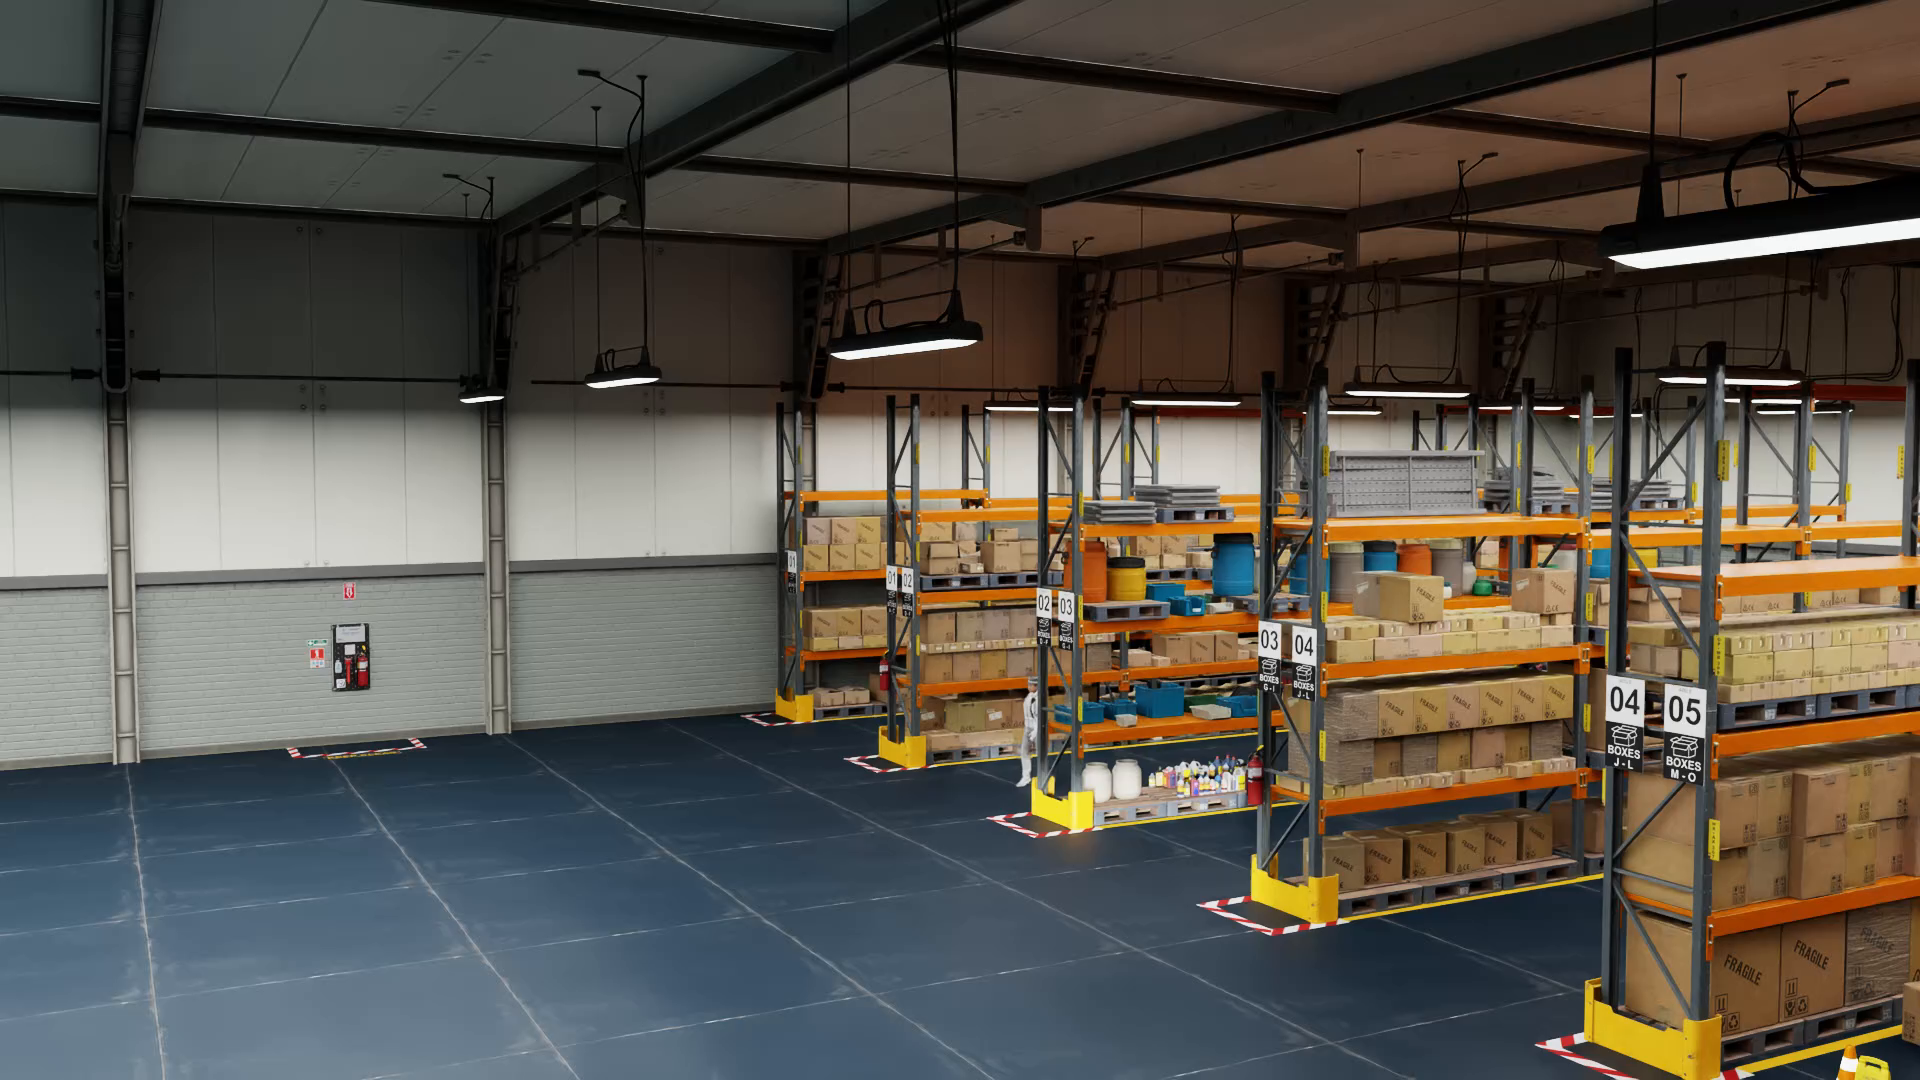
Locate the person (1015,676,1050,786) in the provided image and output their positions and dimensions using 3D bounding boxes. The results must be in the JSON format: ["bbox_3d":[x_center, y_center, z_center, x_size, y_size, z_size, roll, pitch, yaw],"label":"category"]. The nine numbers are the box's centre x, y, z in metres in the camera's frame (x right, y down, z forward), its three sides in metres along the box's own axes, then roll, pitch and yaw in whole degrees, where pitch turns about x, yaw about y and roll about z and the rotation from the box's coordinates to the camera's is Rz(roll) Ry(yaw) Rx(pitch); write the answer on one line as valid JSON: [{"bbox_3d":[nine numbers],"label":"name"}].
[{"bbox_3d":[1.128,2.916,25.274,0.531,1.724,0.525,-2,4,-29],"label":"person"}]
